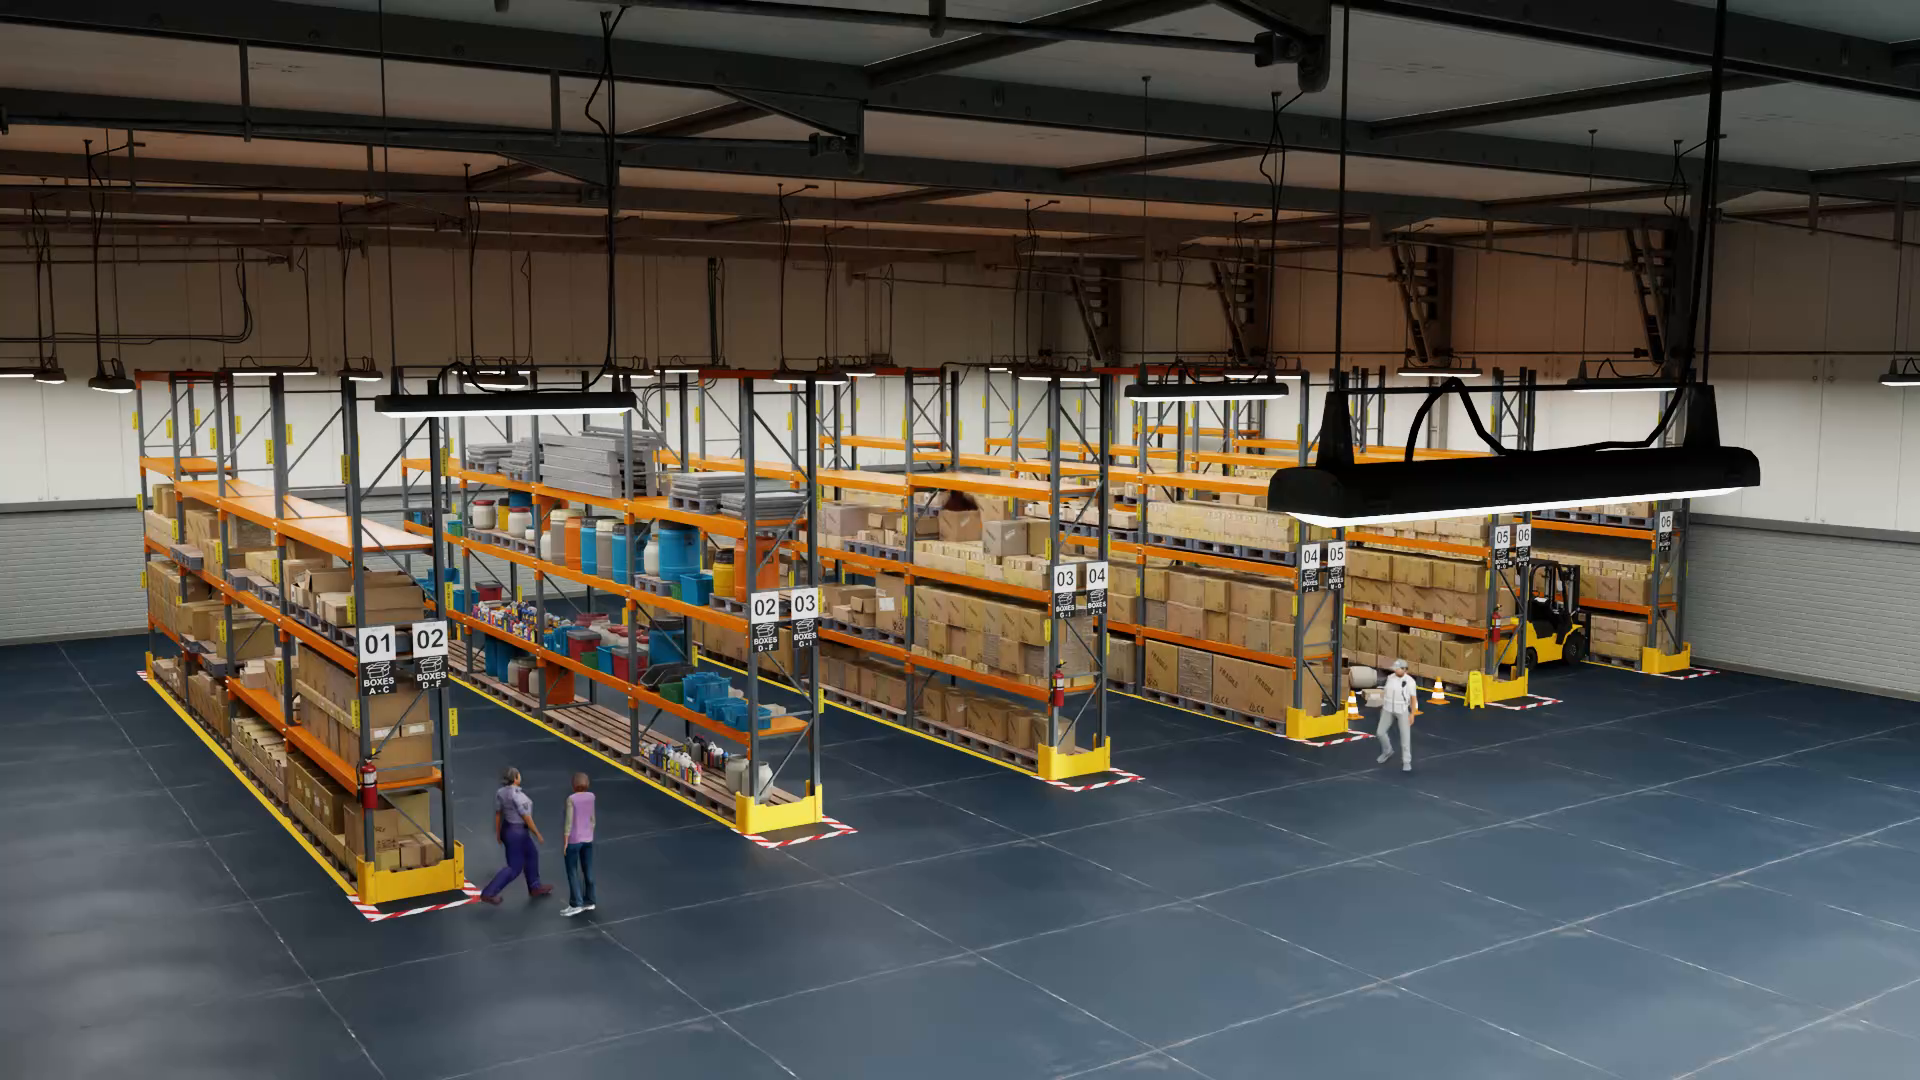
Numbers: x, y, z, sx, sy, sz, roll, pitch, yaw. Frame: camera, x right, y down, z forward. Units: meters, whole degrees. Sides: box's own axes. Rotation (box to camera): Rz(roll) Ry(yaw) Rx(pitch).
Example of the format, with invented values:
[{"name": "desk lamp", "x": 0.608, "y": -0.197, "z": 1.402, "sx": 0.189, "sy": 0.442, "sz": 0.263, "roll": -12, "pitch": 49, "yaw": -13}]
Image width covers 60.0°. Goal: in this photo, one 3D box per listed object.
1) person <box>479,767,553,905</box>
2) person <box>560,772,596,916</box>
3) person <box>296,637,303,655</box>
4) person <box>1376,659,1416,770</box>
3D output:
[{"name": "person", "x": -5.124, "y": 3.383, "z": 19.137, "sx": 0.950, "sy": 1.594, "sz": 0.537, "roll": -4, "pitch": 8, "yaw": -33}, {"name": "person", "x": -4.317, "y": 3.427, "z": 18.812, "sx": 0.459, "sy": 1.616, "sz": 0.316, "roll": -6, "pitch": 9, "yaw": -43}, {"name": "person", "x": -12.532, "y": 1.917, "z": 31.572, "sx": 0.685, "sy": 1.726, "sz": 1.031, "roll": -5, "pitch": 8, "yaw": -36}, {"name": "person", "x": 6.673, "y": 2.640, "z": 25.426, "sx": 0.592, "sy": 1.680, "sz": 0.451, "roll": 4, "pitch": 7, "yaw": 30}]
